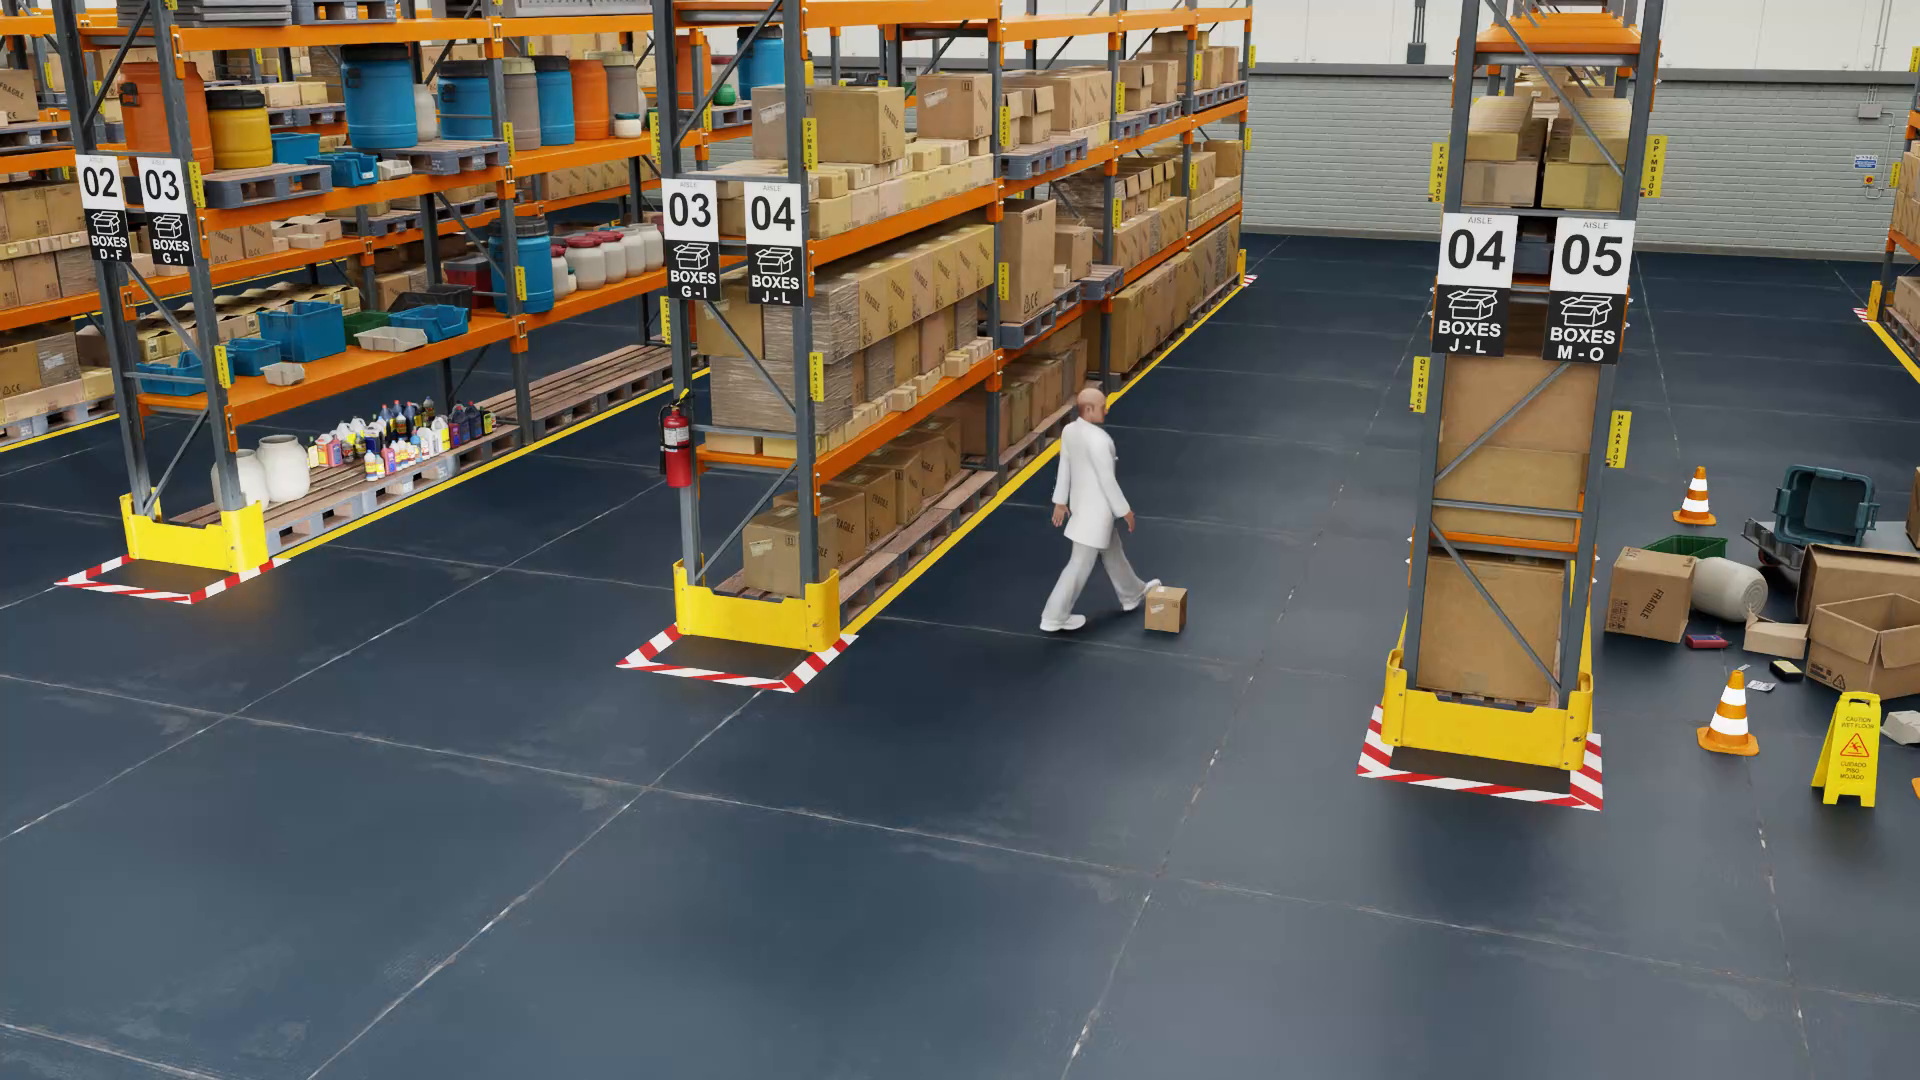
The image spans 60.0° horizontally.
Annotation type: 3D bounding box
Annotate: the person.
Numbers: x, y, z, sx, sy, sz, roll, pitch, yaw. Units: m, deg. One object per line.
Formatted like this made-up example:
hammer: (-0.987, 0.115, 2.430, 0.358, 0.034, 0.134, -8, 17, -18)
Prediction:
person: (1.042, -0.246, 11.857, 1.089, 1.720, 0.626, -6, 19, -17)
